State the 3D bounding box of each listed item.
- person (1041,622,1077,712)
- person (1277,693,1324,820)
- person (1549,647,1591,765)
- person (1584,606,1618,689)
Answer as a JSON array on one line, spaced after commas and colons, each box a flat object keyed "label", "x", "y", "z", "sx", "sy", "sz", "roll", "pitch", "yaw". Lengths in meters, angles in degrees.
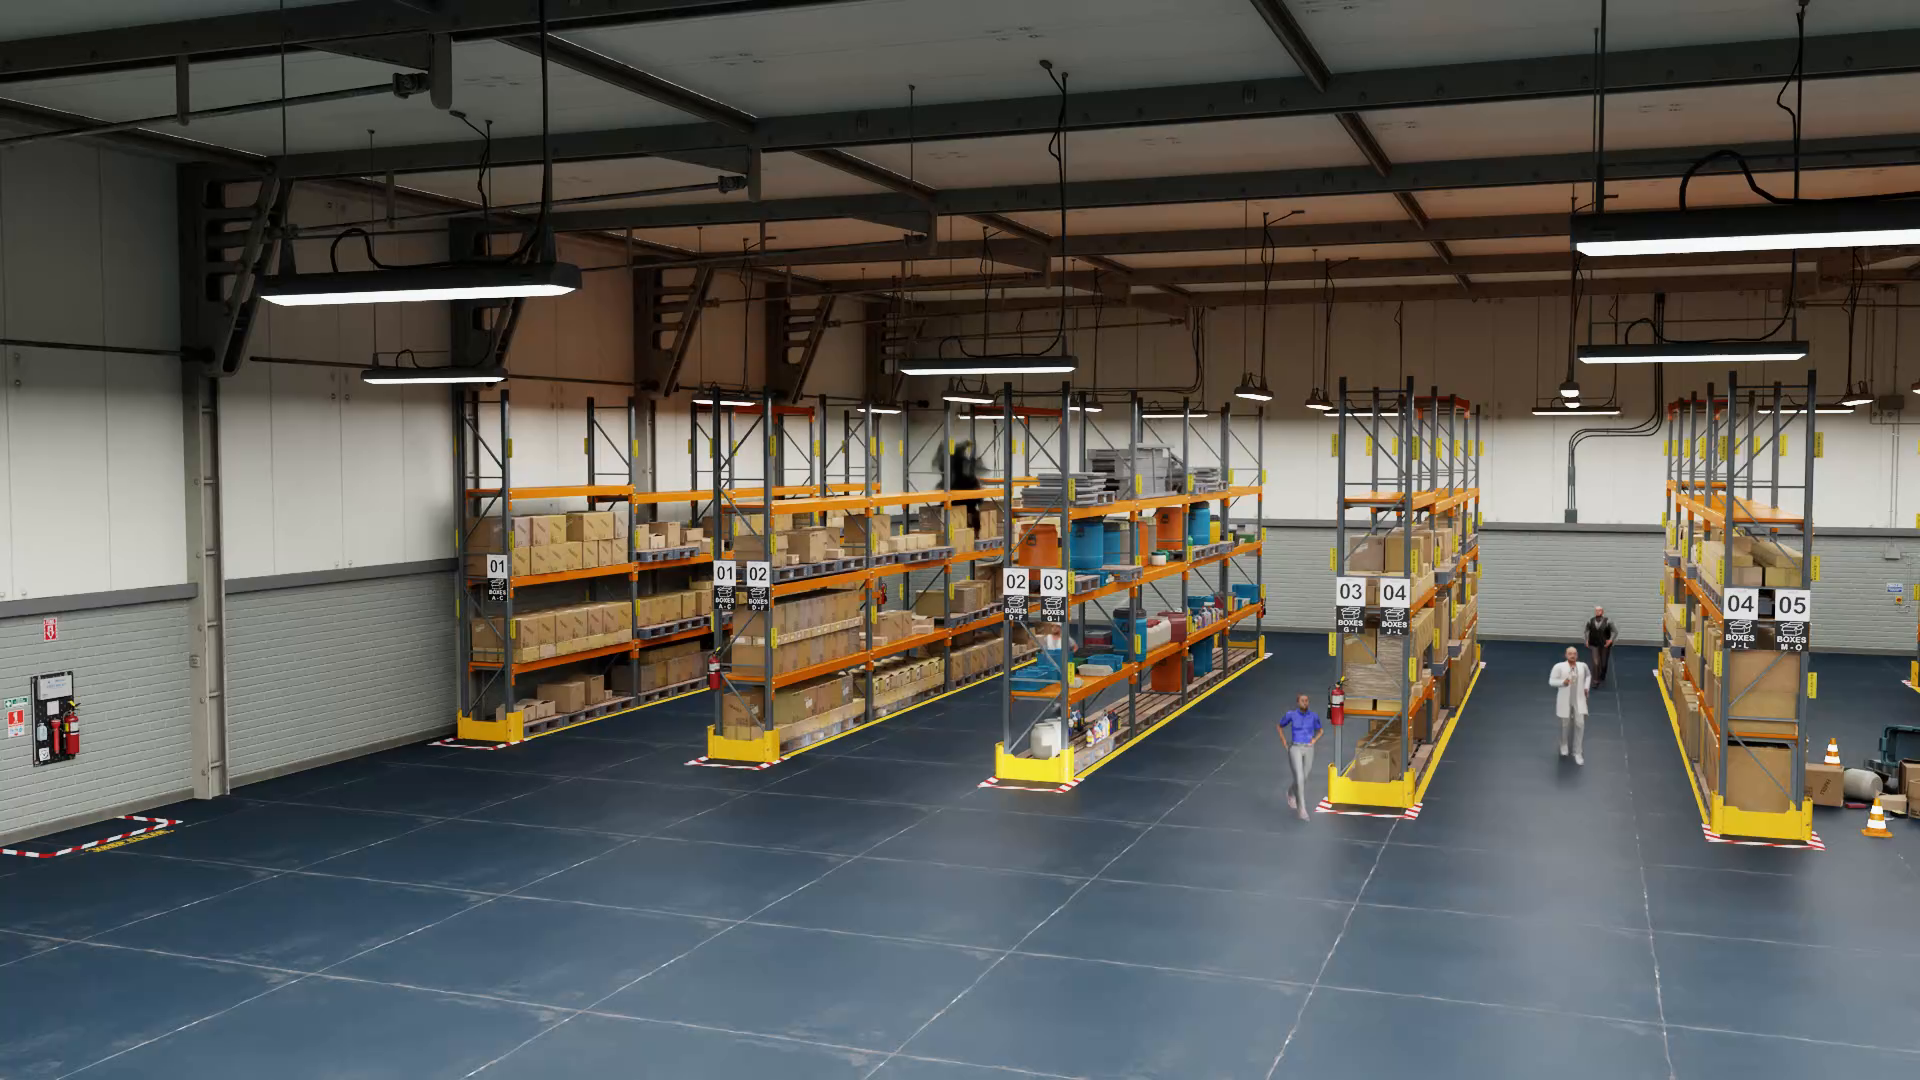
[{"label": "person", "x": 1.823, "y": 2.390, "z": 31.347, "sx": 0.655, "sy": 1.756, "sz": 0.655, "roll": 1, "pitch": 3, "yaw": 20}, {"label": "person", "x": 4.674, "y": 2.931, "z": 22.757, "sx": 0.623, "sy": 1.689, "sz": 0.825, "roll": 0, "pitch": 3, "yaw": -5}, {"label": "person", "x": 9.795, "y": 2.666, "z": 26.674, "sx": 0.690, "sy": 1.731, "sz": 0.910, "roll": 1, "pitch": 3, "yaw": 10}, {"label": "person", "x": 13.393, "y": 2.235, "z": 34.773, "sx": 0.672, "sy": 1.718, "sz": 0.758, "roll": 2, "pitch": 4, "yaw": 30}]
